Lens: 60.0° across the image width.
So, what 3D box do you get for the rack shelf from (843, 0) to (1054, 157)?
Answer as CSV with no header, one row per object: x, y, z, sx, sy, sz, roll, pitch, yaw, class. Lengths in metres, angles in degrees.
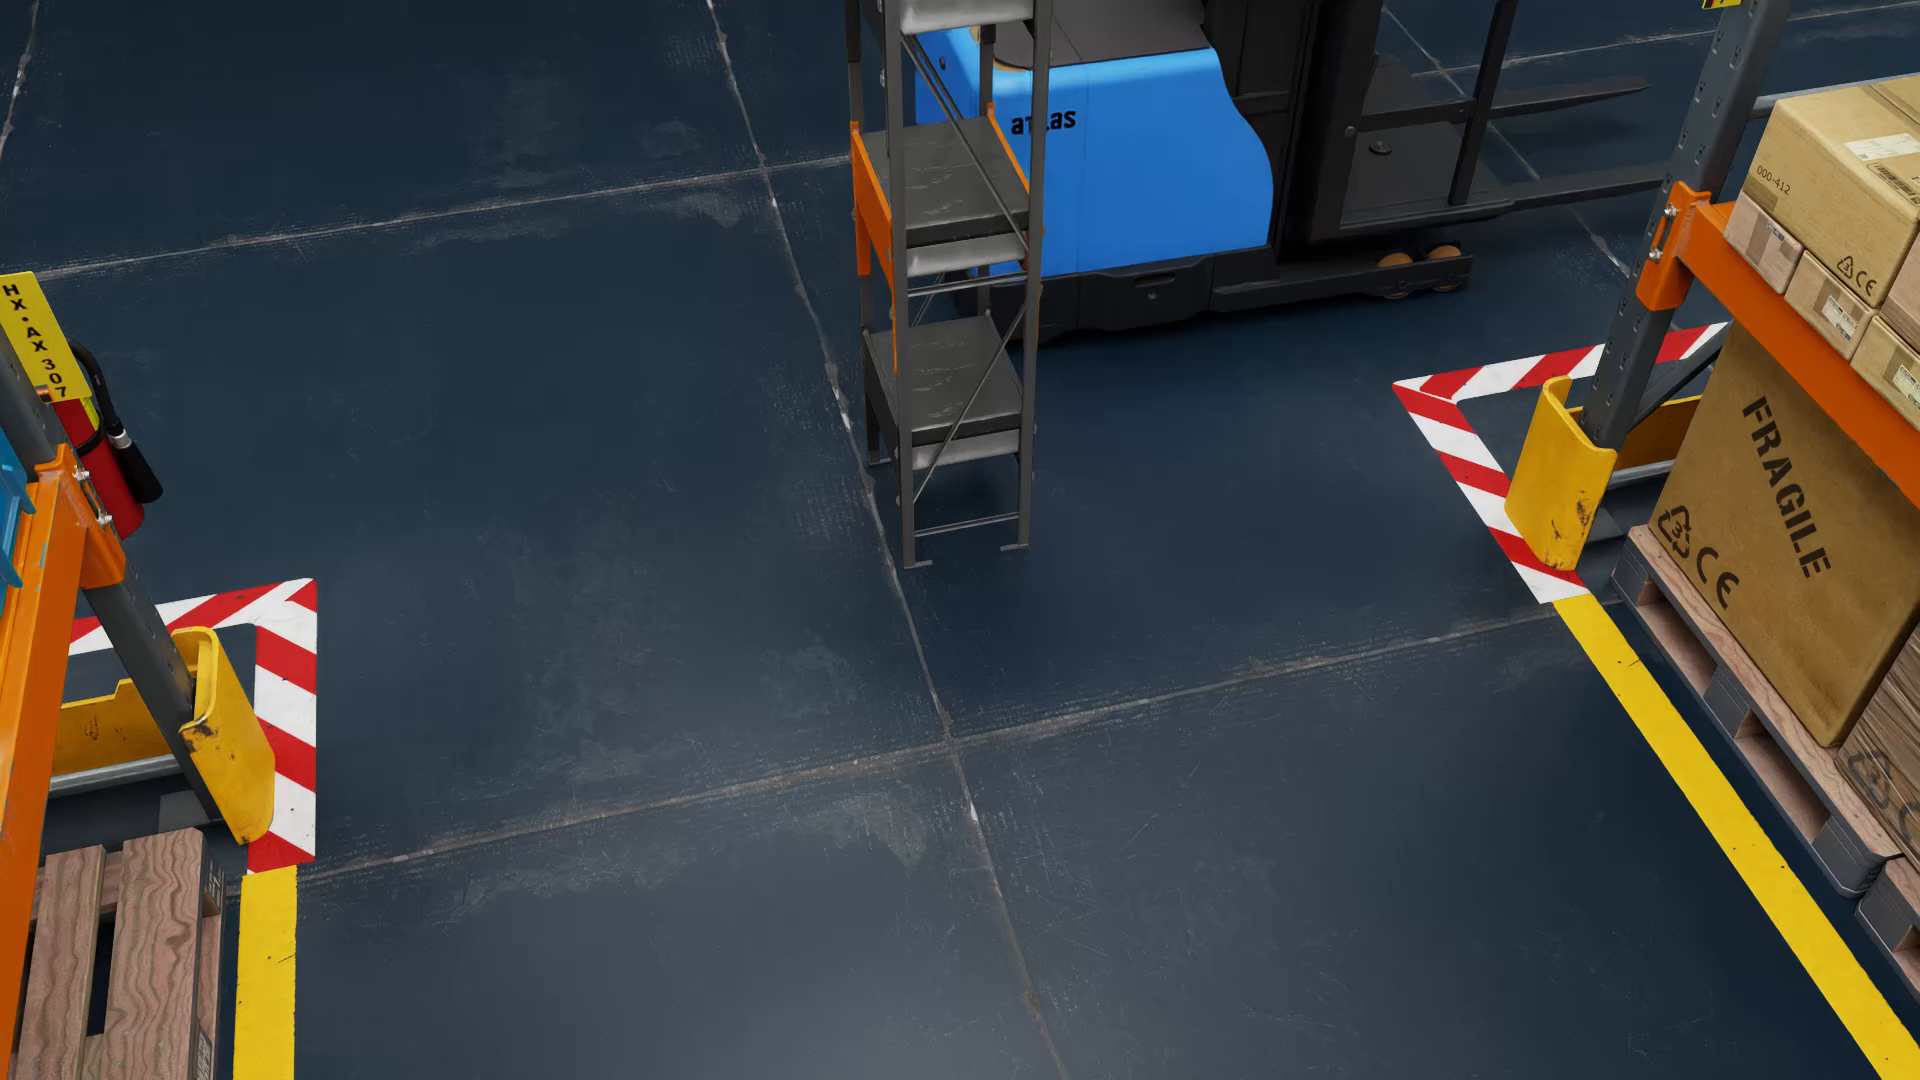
-0.042,-1.330,4.122,0.431,0.518,0.480,-11,47,-10,rack shelf

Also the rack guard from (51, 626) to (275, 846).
-2.456,0.615,4.298,1.175,0.500,0.348,-11,47,-10,rack guard

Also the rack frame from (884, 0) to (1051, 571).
0.020,-0.681,4.447,0.400,2.100,0.015,-11,47,-10,rack frame

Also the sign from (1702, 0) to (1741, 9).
1.813,-1.385,3.846,0.100,0.325,0.005,-11,47,-10,sign

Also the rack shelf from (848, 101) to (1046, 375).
-0.042,-0.840,4.622,0.431,0.518,0.480,-11,47,-10,rack shelf

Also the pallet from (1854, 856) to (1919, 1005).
2.940,1.203,3.924,1.003,0.211,1.213,-11,47,-10,pallet

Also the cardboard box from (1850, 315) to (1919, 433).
2.256,-0.405,3.722,0.380,0.149,0.250,-12,47,-11,cardboard box

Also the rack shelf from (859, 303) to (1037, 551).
-0.042,-0.350,5.122,0.431,0.518,0.480,-11,47,-10,rack shelf

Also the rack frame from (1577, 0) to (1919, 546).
2.351,-1.152,4.278,1.000,3.000,0.127,-11,47,-10,rack frame

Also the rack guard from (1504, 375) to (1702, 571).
2.345,-0.293,5.187,1.175,0.500,0.348,-11,47,-10,rack guard

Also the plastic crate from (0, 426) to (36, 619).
-2.171,-0.082,3.164,0.616,0.435,0.499,-11,47,-10,plastic crate

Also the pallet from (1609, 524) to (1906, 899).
2.631,0.362,4.747,1.003,0.211,1.213,-11,47,-10,pallet

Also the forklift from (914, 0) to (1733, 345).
1.395,-2.271,5.423,3.031,2.935,1.130,-10,46,-9,forklift

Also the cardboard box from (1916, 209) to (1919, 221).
2.341,-0.740,3.246,0.500,0.500,0.500,-12,47,-11,cardboard box

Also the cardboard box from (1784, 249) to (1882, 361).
2.190,-0.581,3.896,0.380,0.149,0.250,-11,47,-11,cardboard box

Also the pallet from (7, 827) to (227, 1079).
-2.263,1.306,3.822,1.003,0.211,1.213,-11,47,-10,pallet

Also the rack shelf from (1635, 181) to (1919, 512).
2.863,0.481,3.182,1.077,0.370,4.000,-11,47,-10,rack shelf

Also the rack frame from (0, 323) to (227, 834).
-2.437,-0.246,3.391,1.000,3.000,0.127,-11,47,-10,rack frame

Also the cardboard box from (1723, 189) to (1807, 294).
2.123,-0.758,4.069,0.380,0.149,0.250,-10,46,-10,cardboard box

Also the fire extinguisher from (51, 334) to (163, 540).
-2.036,-0.276,3.735,0.296,0.674,0.183,-11,47,-10,fire extinguisher

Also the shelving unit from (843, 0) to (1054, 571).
-0.042,-0.849,4.612,0.431,2.100,0.503,-11,47,-10,shelving unit

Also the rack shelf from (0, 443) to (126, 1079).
-1.925,1.387,2.295,1.077,0.370,4.000,-11,47,-10,rack shelf

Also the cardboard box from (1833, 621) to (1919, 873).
2.825,0.501,3.853,0.875,0.875,0.875,-11,47,-10,cardboard box

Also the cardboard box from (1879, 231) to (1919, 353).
2.352,-0.465,3.502,0.500,0.250,0.500,-11,47,-11,cardboard box

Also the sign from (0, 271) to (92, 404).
-1.909,-0.415,3.442,0.100,0.325,0.005,-11,47,-10,sign

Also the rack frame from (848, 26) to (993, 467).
-0.105,-1.018,4.777,0.400,2.100,0.015,-11,47,-10,rack frame

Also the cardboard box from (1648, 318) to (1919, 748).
2.592,-0.128,4.469,0.875,0.875,0.875,-11,47,-10,cardboard box

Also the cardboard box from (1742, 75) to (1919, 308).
2.213,-0.823,3.853,0.500,0.250,0.500,-12,47,-11,cardboard box
